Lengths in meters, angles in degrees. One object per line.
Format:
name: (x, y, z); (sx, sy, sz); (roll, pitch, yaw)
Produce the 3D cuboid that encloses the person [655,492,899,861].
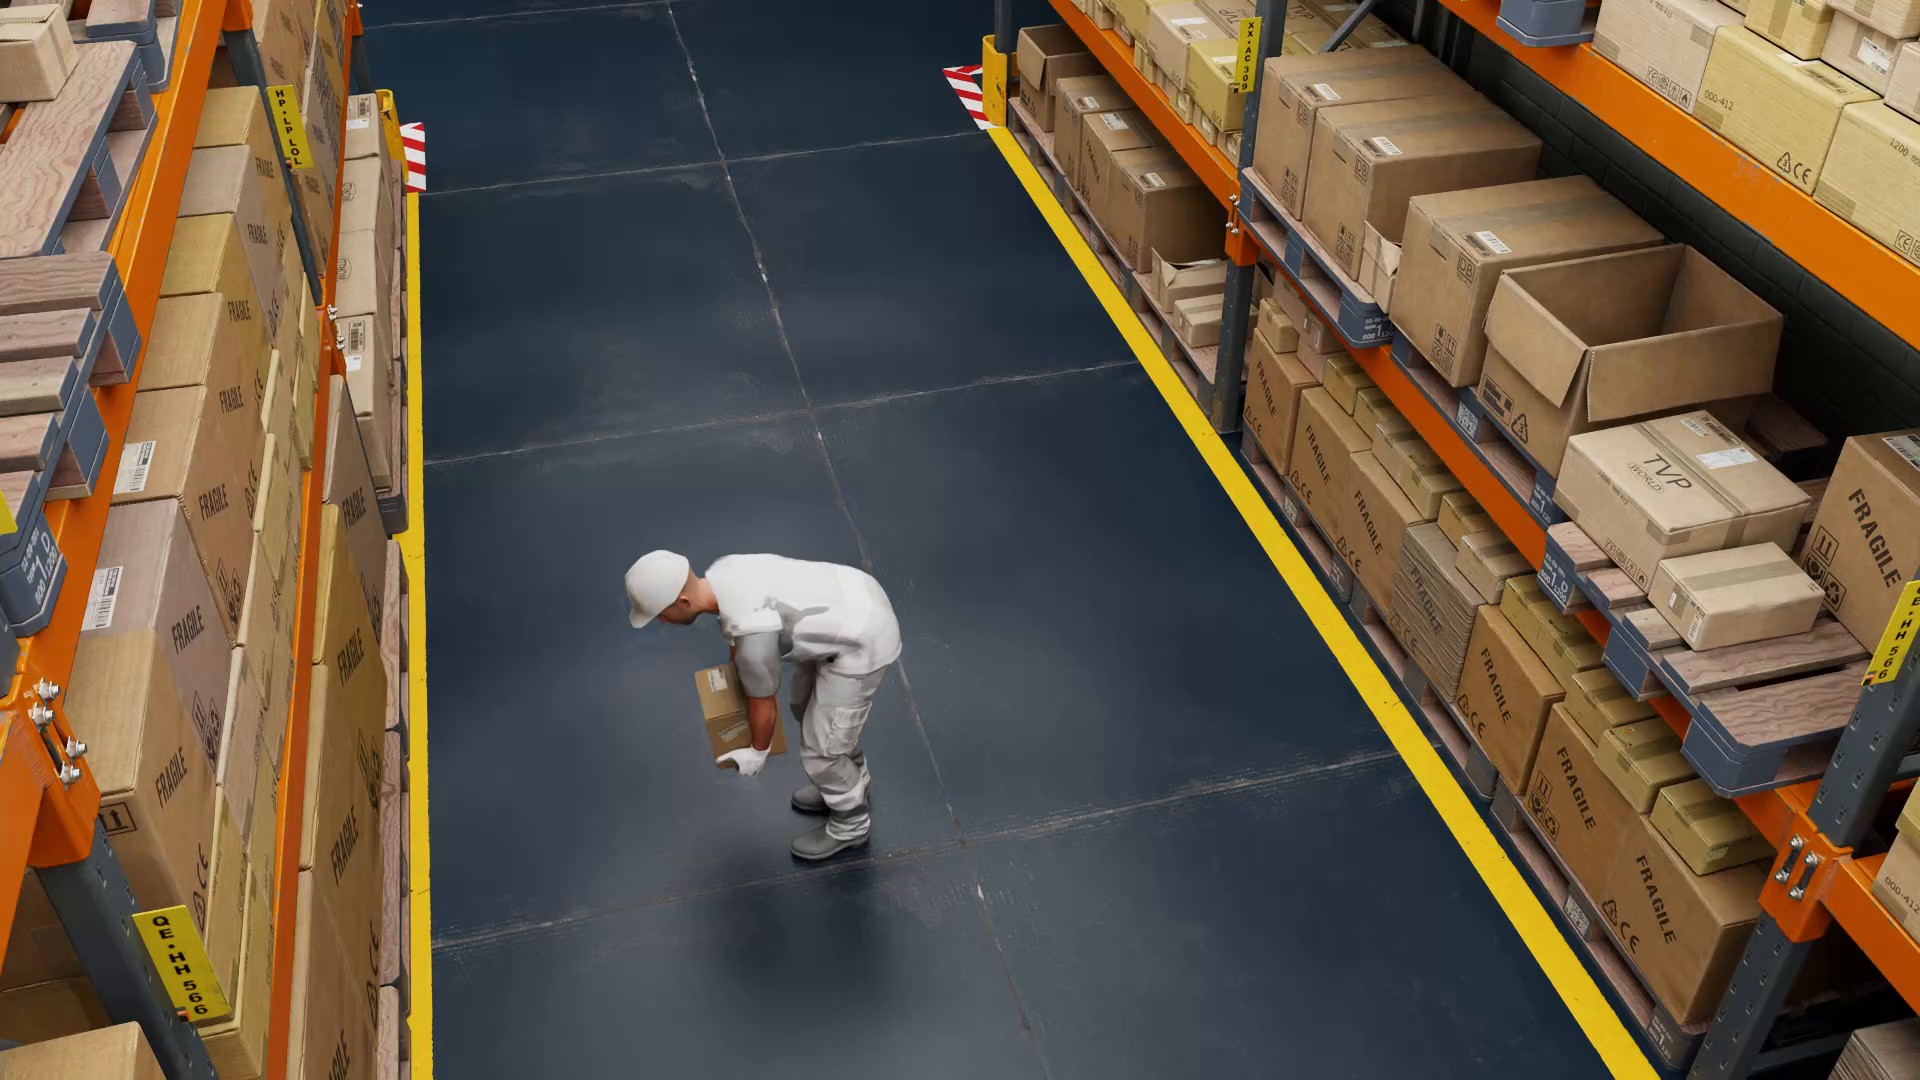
person: (-0.595, 0.452, 5.699); (0.769, 1.604, 0.484); (-10, 39, -13)
